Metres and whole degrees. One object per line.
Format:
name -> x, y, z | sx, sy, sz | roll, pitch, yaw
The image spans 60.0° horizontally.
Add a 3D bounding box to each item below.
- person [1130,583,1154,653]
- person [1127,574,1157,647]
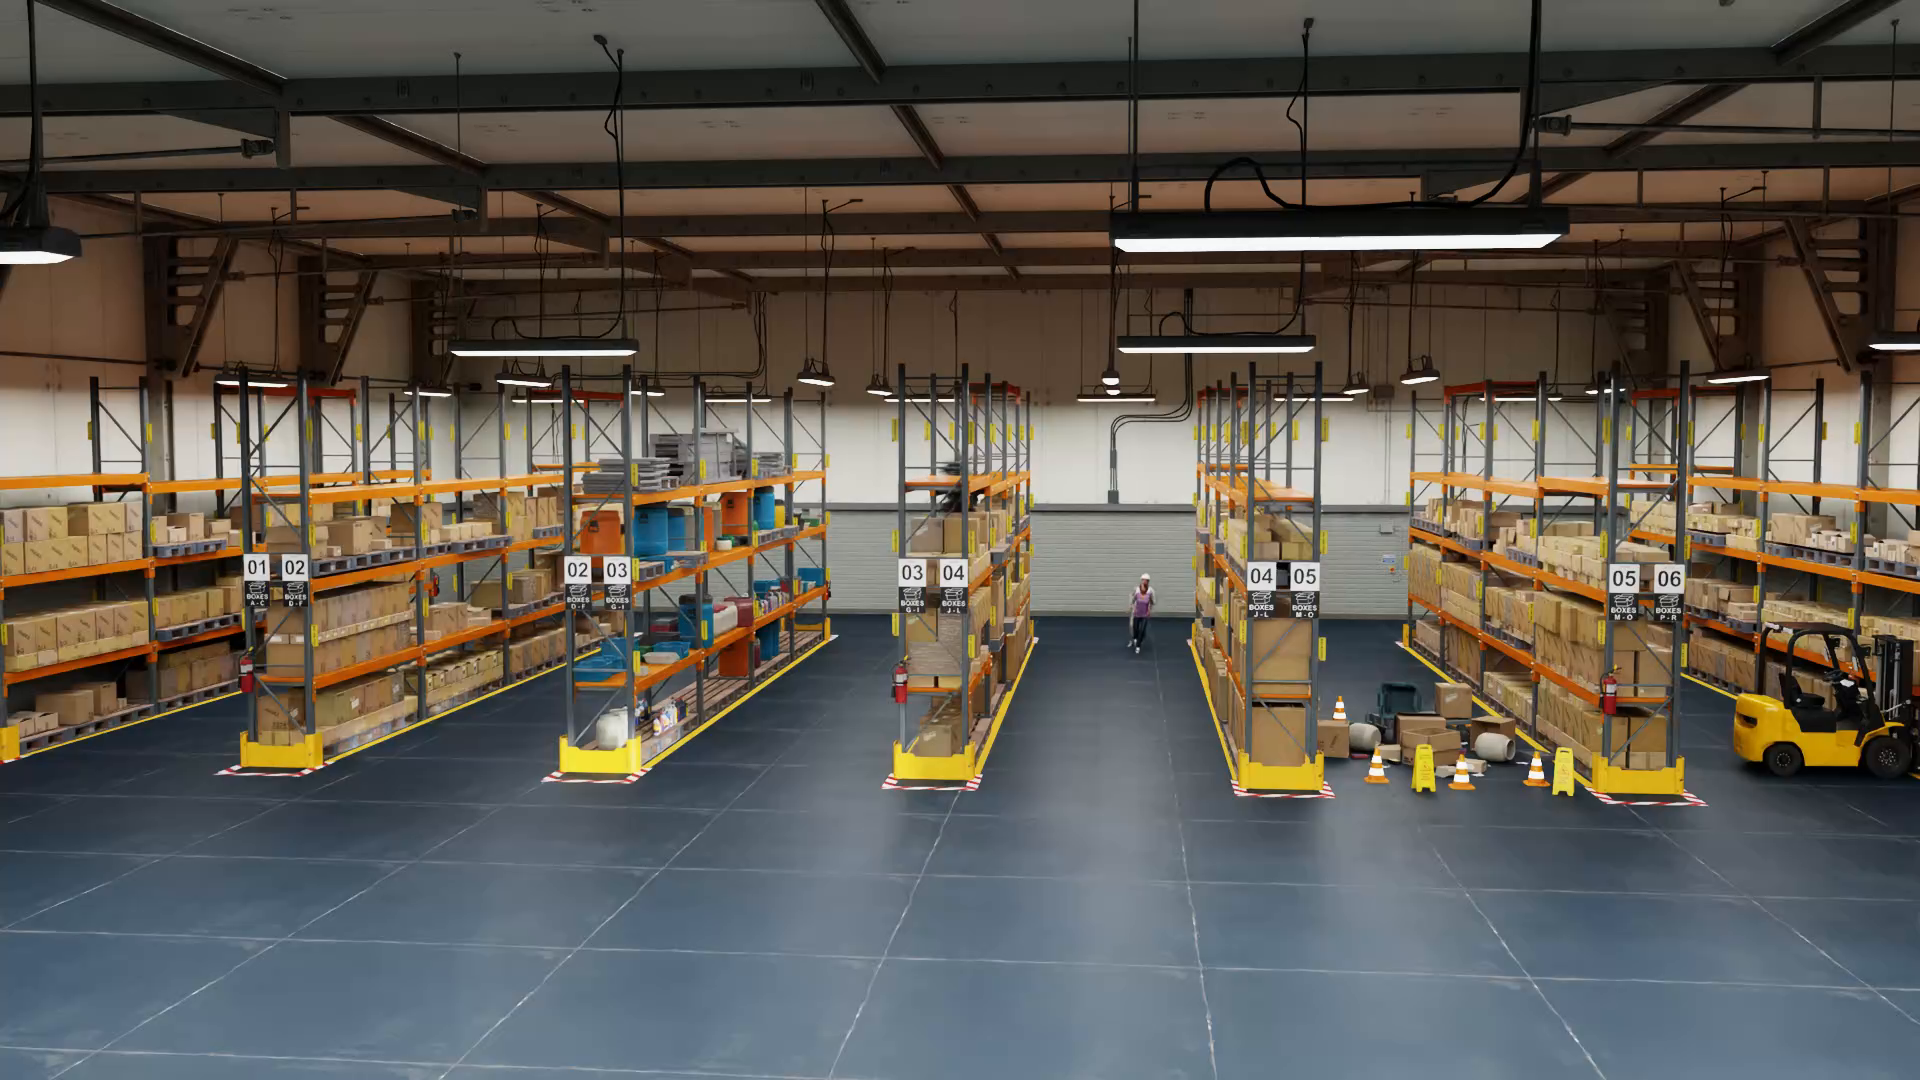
person -> 4.190, 1.774, 38.246 | 0.551, 1.583, 0.725 | 1, 4, 9
person -> 4.284, 1.652, 39.043 | 0.699, 1.726, 0.664 | 2, 4, 27
